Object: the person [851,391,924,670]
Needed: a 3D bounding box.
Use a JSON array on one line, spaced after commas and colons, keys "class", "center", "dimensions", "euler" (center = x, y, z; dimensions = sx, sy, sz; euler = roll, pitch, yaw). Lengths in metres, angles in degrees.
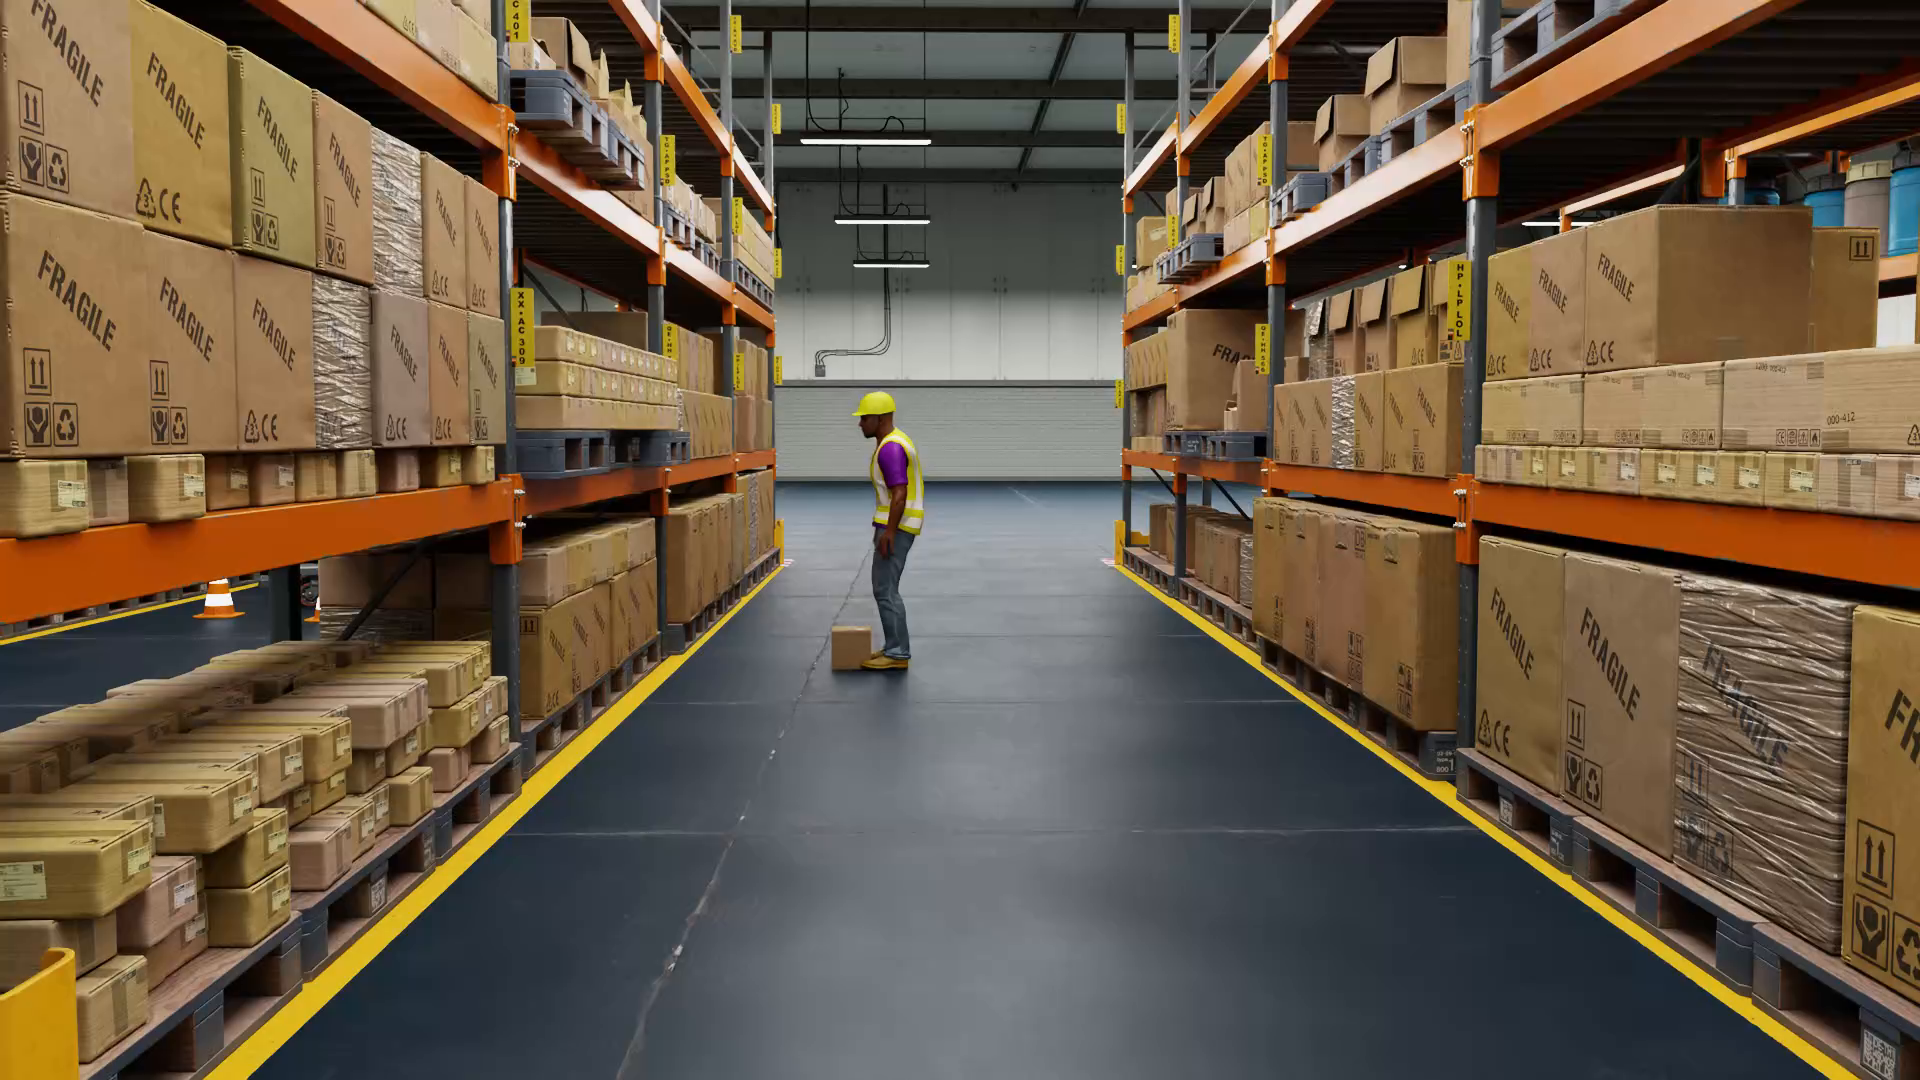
[{"class": "person", "center": [-0.461, -0.064, 10.598], "dimensions": [0.462, 1.759, 0.622], "euler": [0, 4, -4]}]
